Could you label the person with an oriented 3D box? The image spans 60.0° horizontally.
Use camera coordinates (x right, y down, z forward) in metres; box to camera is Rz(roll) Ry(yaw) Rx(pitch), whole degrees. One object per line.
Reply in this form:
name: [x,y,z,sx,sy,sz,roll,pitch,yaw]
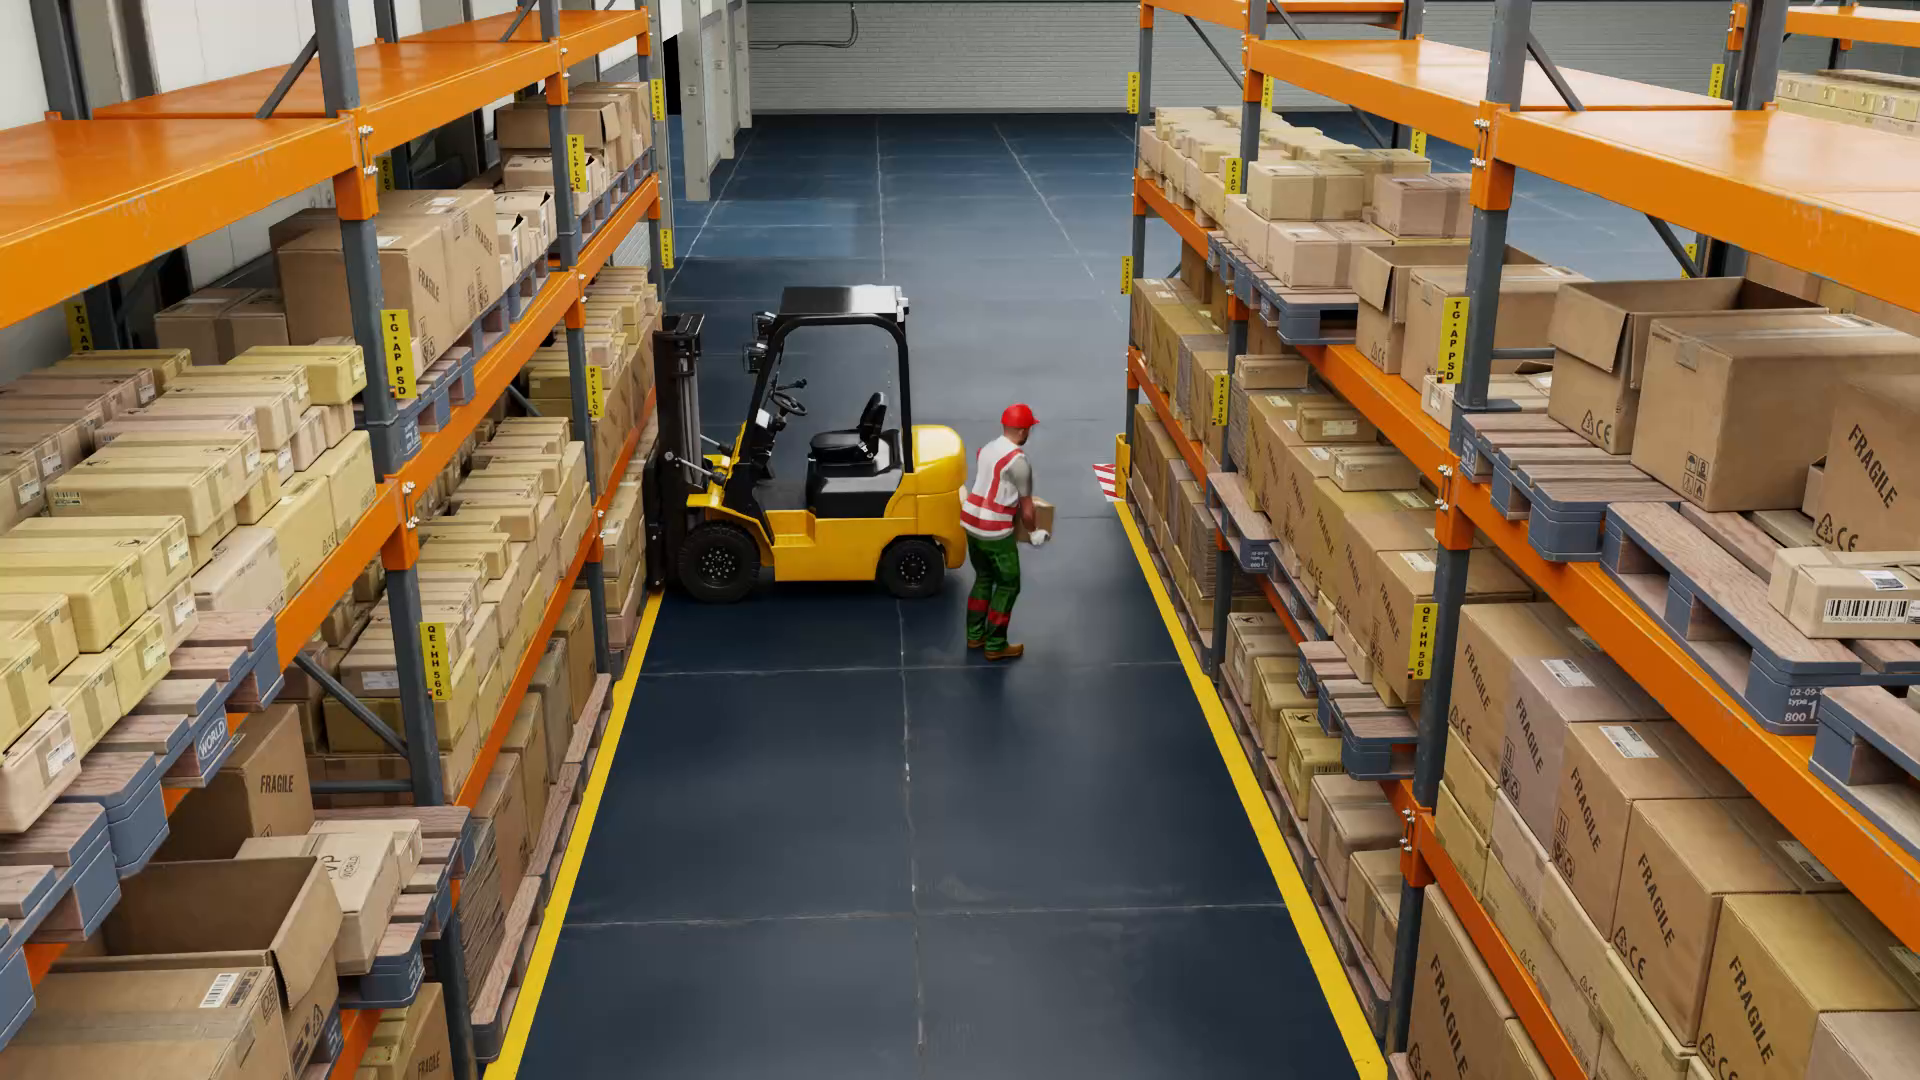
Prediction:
person: [0.300,-0.072,11.324,0.610,1.727,0.496,-13,24,-31]
